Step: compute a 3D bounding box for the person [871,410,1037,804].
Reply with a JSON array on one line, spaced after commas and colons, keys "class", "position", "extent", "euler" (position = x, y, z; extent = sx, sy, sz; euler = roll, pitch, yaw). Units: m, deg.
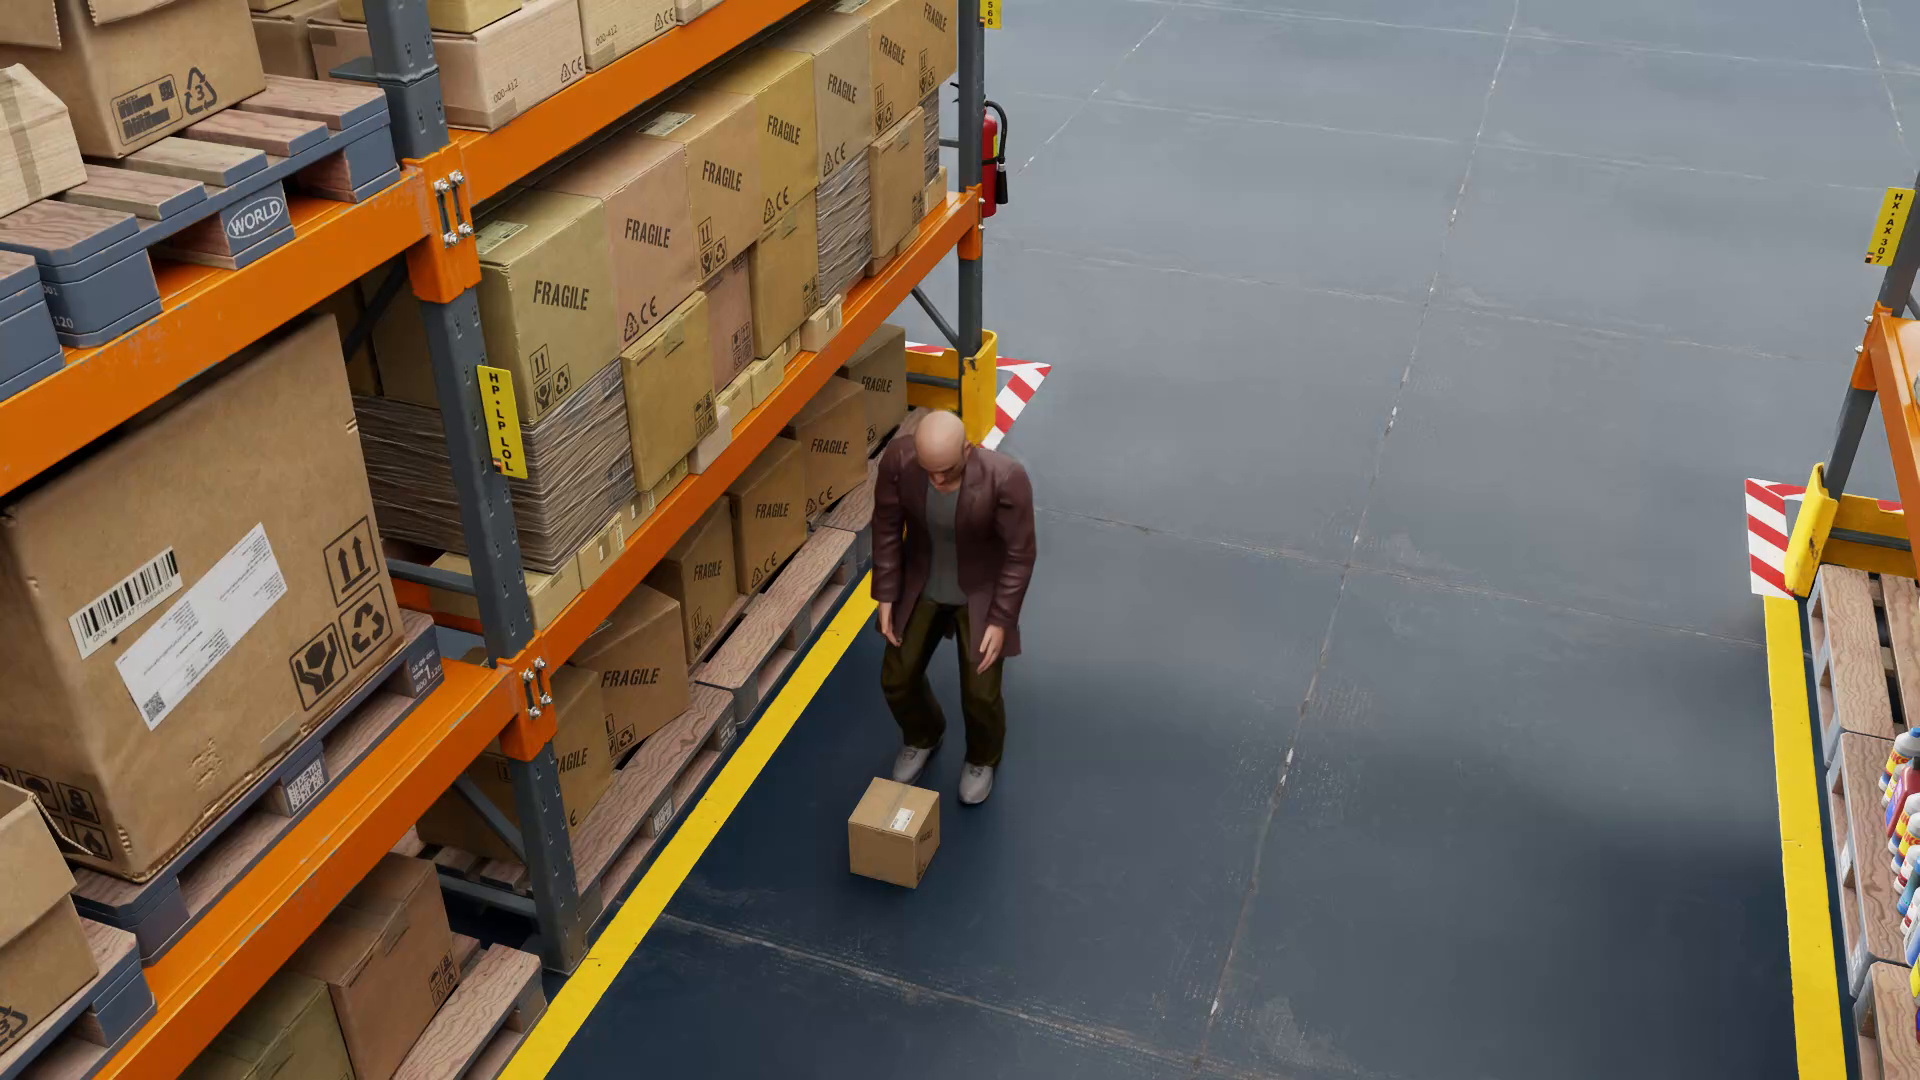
[{"class": "person", "position": [-0.018, 0.207, 5.956], "extent": [0.611, 1.653, 0.523], "euler": [12, 35, 18]}]
